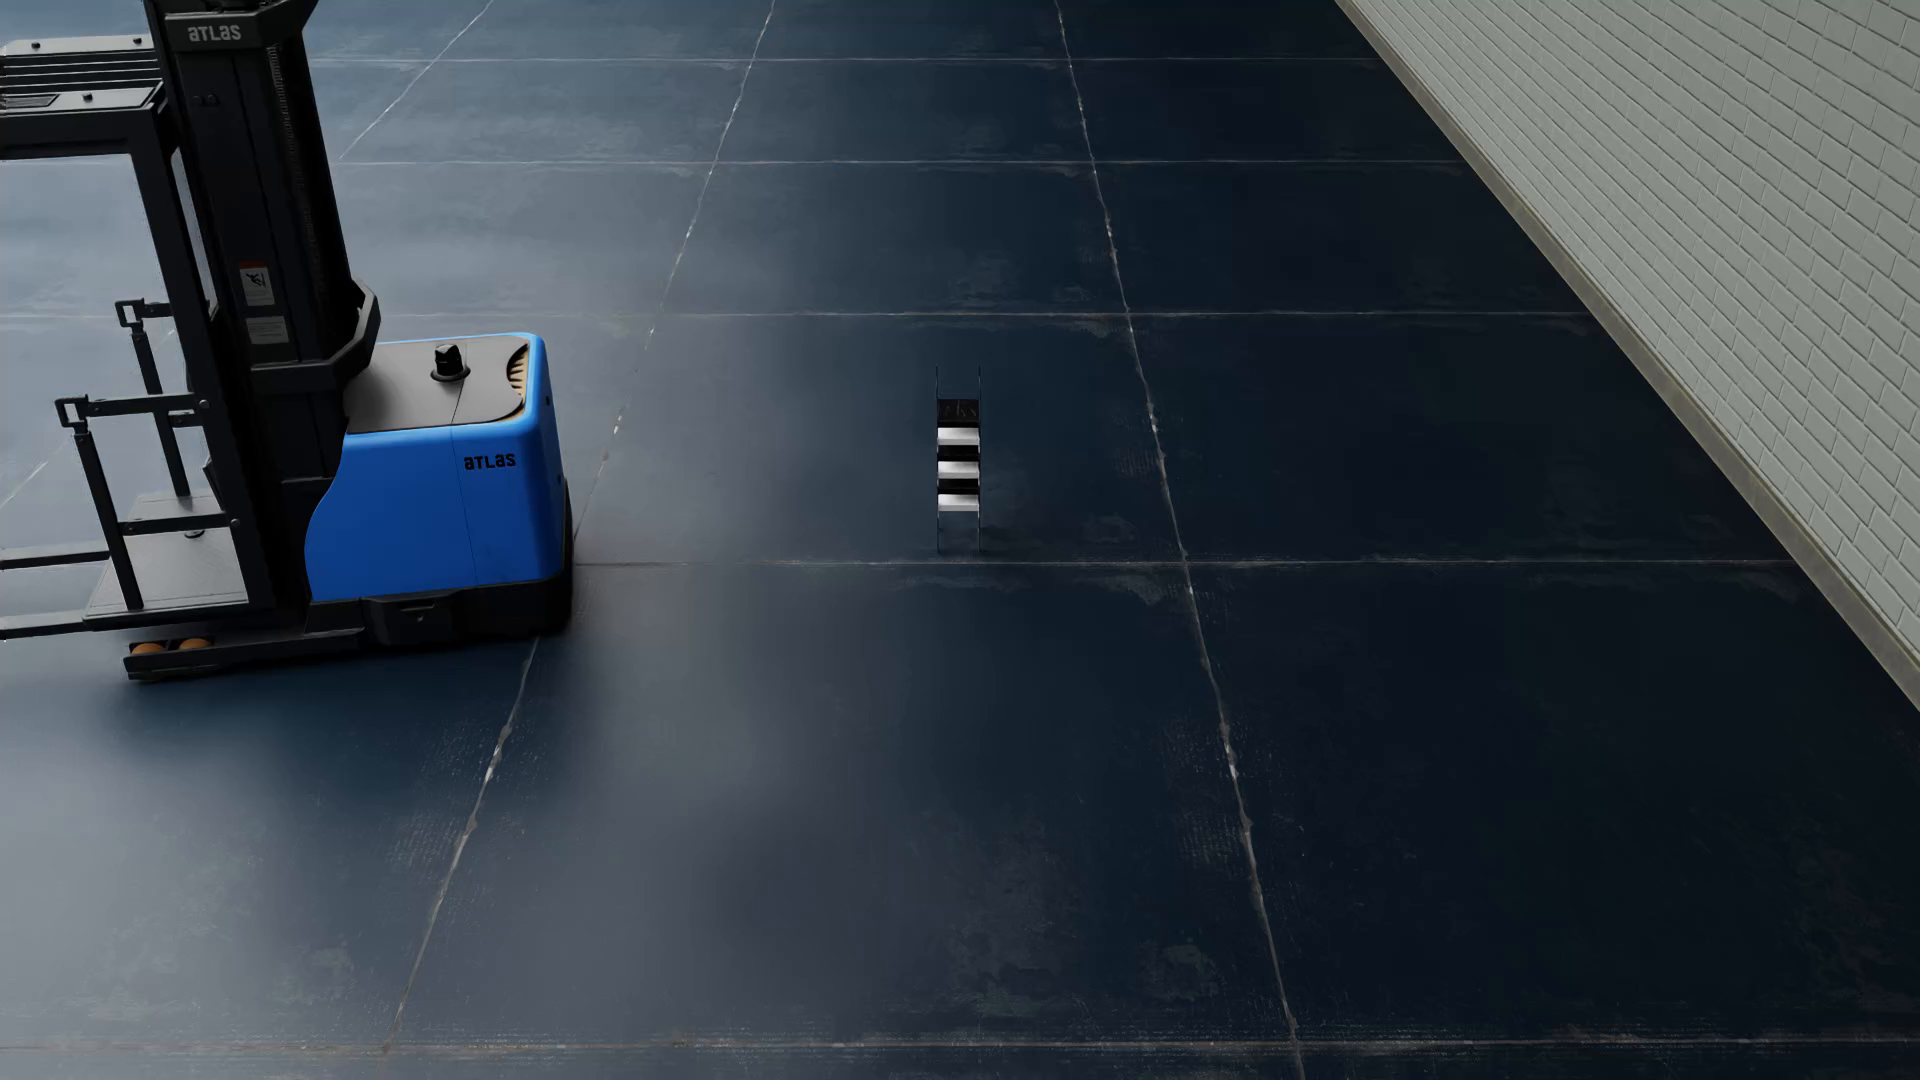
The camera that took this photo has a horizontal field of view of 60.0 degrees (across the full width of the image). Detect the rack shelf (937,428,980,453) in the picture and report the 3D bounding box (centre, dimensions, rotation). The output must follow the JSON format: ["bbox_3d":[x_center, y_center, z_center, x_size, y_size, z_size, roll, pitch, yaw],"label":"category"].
[{"bbox_3d":[-0.008,-0.510,7.940,0.200,0.077,0.258,0,31,0],"label":"rack shelf"}]

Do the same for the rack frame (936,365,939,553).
[{"bbox_3d":[-0.110,-0.384,8.016,0.006,0.900,0.240,0,31,0],"label":"rack frame"}]

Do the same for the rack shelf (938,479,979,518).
[{"bbox_3d":[-0.008,-0.202,8.127,0.200,0.077,0.258,0,31,0],"label":"rack shelf"}]

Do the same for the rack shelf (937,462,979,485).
[{"bbox_3d":[-0.008,-0.356,8.034,0.200,0.077,0.258,0,31,0],"label":"rack shelf"}]

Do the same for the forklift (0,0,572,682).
[{"bbox_3d":[-3.341,-0.935,6.965,3.031,2.935,1.130,-6,32,-9],"label":"forklift"}]

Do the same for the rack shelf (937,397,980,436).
[{"bbox_3d":[-0.008,-0.587,7.894,0.200,0.077,0.258,0,31,0],"label":"rack shelf"}]

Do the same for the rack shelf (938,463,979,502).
[{"bbox_3d":[-0.008,-0.279,8.081,0.200,0.077,0.258,0,31,0],"label":"rack shelf"}]

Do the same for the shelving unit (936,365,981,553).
[{"bbox_3d":[-0.008,-0.385,8.017,0.210,0.900,0.258,0,31,0],"label":"shelving unit"}]

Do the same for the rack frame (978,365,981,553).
[{"bbox_3d":[0.094,-0.385,8.017,0.006,0.900,0.240,0,31,0],"label":"rack frame"}]

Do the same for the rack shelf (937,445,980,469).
[{"bbox_3d":[-0.008,-0.433,7.987,0.200,0.077,0.258,0,31,0],"label":"rack shelf"}]
